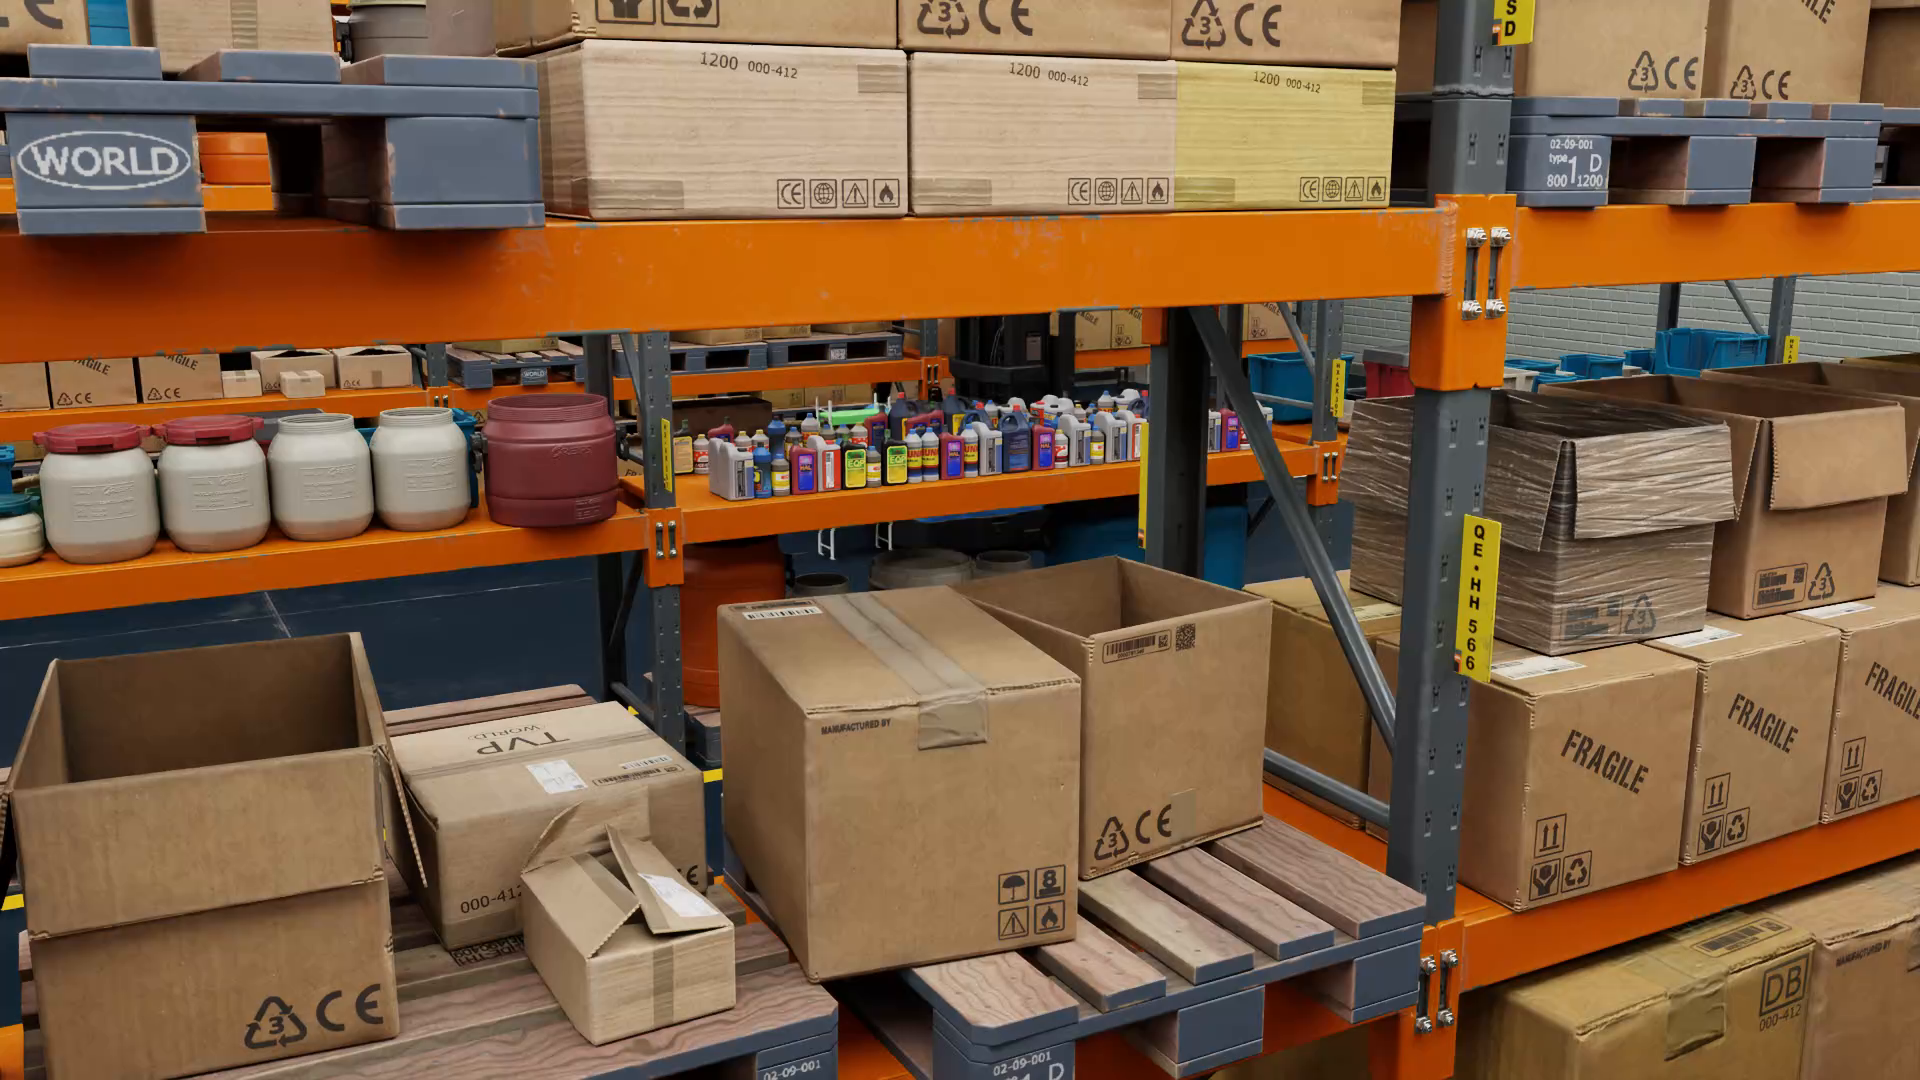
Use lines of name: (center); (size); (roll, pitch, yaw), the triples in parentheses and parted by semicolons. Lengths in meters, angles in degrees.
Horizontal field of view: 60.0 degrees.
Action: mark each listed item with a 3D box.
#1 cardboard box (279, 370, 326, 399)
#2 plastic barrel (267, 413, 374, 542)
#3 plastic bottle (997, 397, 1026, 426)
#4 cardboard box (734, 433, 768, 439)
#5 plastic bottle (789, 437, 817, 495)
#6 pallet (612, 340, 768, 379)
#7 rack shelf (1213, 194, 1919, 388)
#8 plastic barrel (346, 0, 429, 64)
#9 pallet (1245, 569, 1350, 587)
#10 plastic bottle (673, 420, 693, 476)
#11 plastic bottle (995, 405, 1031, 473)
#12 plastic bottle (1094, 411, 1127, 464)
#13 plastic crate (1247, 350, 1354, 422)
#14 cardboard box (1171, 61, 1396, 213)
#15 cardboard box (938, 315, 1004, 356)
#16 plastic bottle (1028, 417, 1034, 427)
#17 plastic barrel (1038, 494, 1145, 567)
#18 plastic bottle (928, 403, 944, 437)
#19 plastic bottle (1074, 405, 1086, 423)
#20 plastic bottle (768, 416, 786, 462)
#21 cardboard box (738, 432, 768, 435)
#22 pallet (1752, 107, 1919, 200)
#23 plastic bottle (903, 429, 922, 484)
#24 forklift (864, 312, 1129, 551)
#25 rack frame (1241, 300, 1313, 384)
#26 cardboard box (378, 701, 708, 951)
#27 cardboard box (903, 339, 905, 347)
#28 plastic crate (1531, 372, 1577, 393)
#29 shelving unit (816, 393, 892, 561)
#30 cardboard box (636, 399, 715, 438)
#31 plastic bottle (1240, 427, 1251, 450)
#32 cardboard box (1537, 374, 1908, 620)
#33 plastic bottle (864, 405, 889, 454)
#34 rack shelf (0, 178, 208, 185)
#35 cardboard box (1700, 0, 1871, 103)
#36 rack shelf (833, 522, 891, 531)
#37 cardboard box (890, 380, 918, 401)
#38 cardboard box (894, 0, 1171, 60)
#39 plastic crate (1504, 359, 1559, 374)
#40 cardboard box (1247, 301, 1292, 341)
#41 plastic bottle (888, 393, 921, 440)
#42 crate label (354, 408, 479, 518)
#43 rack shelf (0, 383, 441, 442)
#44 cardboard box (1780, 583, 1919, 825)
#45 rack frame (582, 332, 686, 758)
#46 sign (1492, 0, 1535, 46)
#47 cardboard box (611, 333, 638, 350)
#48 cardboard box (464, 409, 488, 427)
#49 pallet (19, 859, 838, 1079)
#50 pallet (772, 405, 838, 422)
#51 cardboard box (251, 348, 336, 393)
cardboard box: (-4.644, -1.100, 11.737); (0.250, 0.149, 0.380); (-7, 14, -28)
plastic barrel: (-2.787, -0.276, 7.250); (0.421, 0.512, 0.421); (0, 13, 0)
plastic bottle: (0.289, -0.679, 9.575); (0.135, 0.276, 0.152); (-7, 14, -28)
cardboard box: (-1.650, -0.576, 13.529); (0.500, 0.500, 0.500); (-7, 14, -27)
plastic bottle: (-0.772, -0.368, 8.176); (0.133, 0.283, 0.061); (-7, 14, -28)
pallet: (-2.282, -1.482, 13.301); (1.213, 0.211, 1.003); (-7, 14, -28)
rack shelf: (2.512, -0.784, 4.567); (4.000, 0.370, 1.077); (-7, 14, -28)
plastic barrel: (-2.442, -2.079, 7.541); (0.600, 0.901, 0.600); (0, 13, 0)
pallet: (2.521, 0.439, 10.676); (1.213, 0.211, 1.003); (-7, 14, -28)
plastic bottle: (-1.466, -0.483, 8.691); (0.133, 0.283, 0.061); (-7, 14, -28)
plastic bottle: (0.277, -0.537, 8.774); (0.185, 0.351, 0.144); (-7, 14, -28)
plastic bottle: (0.822, -0.566, 9.076); (0.135, 0.276, 0.152); (-7, 14, -28)
plastic crate: (2.140, -0.973, 10.499); (0.575, 0.384, 0.392); (-7, 14, -28)
cardboard box: (0.457, -0.754, 3.137); (0.500, 0.250, 0.500); (-7, 14, -28)
cardboard box: (0.102, -1.841, 14.230); (0.500, 0.500, 0.500); (-6, 14, -26)
plastic bottle: (0.383, -0.520, 8.880); (0.097, 0.271, 0.097); (0, 13, 0)
plastic barrel: (0.787, 0.111, 9.607); (0.708, 0.901, 0.600); (-7, 14, -28)
plastic bottle: (-0.154, -0.625, 9.321); (0.133, 0.283, 0.061); (-7, 14, -28)
plastic bottle: (0.698, -0.698, 9.832); (0.097, 0.201, 0.097); (0, 13, 0)
plastic bottle: (-0.983, -0.531, 8.929); (0.097, 0.271, 0.097); (0, 13, 0)
cardboard box: (-1.922, -0.673, 13.959); (0.500, 0.500, 0.500); (-7, 14, -27)
pallet: (2.276, -1.028, 4.445); (1.213, 0.211, 1.003); (-6, 14, -25)
plastic bottle: (-0.241, -0.430, 8.480); (0.097, 0.271, 0.097); (0, 13, 0)
forklift: (0.775, -1.511, 13.146); (3.031, 2.935, 1.130); (-7, 15, -29)
rack frame: (3.035, -2.212, 16.106); (0.127, 3.000, 1.000); (-7, 14, -28)
cardboard box: (-0.825, 0.539, 3.266); (0.500, 0.250, 0.500); (-7, 15, -29)
cardboard box: (-0.782, -2.320, 19.847); (0.250, 0.149, 0.380); (-7, 14, -27)
plastic crate: (3.725, -0.939, 10.695); (0.300, 0.233, 0.416); (-7, 14, -28)
shelving unit: (-0.797, -0.482, 12.518); (0.503, 1.200, 0.258); (-7, 15, -29)
cardboard box: (-2.335, -0.990, 13.660); (0.500, 0.250, 0.500); (-7, 15, -29)
plastic bottle: (1.614, -0.618, 9.476); (0.097, 0.201, 0.097); (0, 13, 0)
cardboard box: (1.979, -0.141, 4.391); (0.637, 0.503, 0.797); (-6, 14, -27)
plastic bottle: (-0.463, -0.604, 9.225); (0.133, 0.283, 0.061); (-7, 14, -28)
rack shelf: (-5.742, -2.272, 11.181); (4.000, 0.370, 1.077); (-7, 14, -28)
cardboard box: (1.973, -1.364, 4.321); (0.500, 0.500, 0.500); (-6, 14, -25)
rack shelf: (-0.797, -0.186, 12.585); (0.480, 0.148, 0.258); (-7, 15, -29)
cardboard box: (-0.789, -1.953, 19.692); (0.500, 0.500, 0.700); (-7, 15, -30)
cardboard box: (0.013, -1.063, 2.801); (0.500, 0.500, 0.500); (-7, 14, -28)
plastic crate: (3.875, -1.104, 11.426); (0.300, 0.233, 0.416); (-7, 14, -28)
cardboard box: (2.772, -2.161, 15.653); (0.500, 0.500, 0.500); (-6, 14, -26)
plastic bottle: (-0.303, -0.645, 9.256); (0.185, 0.351, 0.144); (-7, 14, -28)
crate label: (-2.618, -0.380, 7.887); (0.616, 0.435, 0.502); (-7, 14, -28)
rack shelf: (-5.742, -0.809, 11.511); (4.000, 0.370, 1.077); (-7, 14, -28)
cardboard box: (2.213, 0.382, 4.351); (0.500, 0.500, 0.500); (-7, 15, -29)
rack frame: (-1.617, -0.415, 8.123); (0.127, 3.000, 1.000); (-7, 14, -28)
sign: (1.015, -1.072, 3.030); (0.005, 0.325, 0.100); (-7, 14, -28)
cardboard box: (-2.594, -1.771, 12.965); (0.500, 0.500, 0.700); (-4, 13, -17)
cardboard box: (-4.883, -1.624, 17.432); (0.750, 0.750, 0.750); (-7, 14, -28)
pallet: (-0.962, 0.849, 2.943); (1.213, 0.211, 1.003); (-7, 14, -28)
pallet: (-2.148, -1.450, 19.071); (1.213, 0.211, 1.003); (-7, 14, -28)
cardboard box: (-4.865, -1.270, 12.124); (0.500, 0.311, 0.500); (-7, 14, -29)
